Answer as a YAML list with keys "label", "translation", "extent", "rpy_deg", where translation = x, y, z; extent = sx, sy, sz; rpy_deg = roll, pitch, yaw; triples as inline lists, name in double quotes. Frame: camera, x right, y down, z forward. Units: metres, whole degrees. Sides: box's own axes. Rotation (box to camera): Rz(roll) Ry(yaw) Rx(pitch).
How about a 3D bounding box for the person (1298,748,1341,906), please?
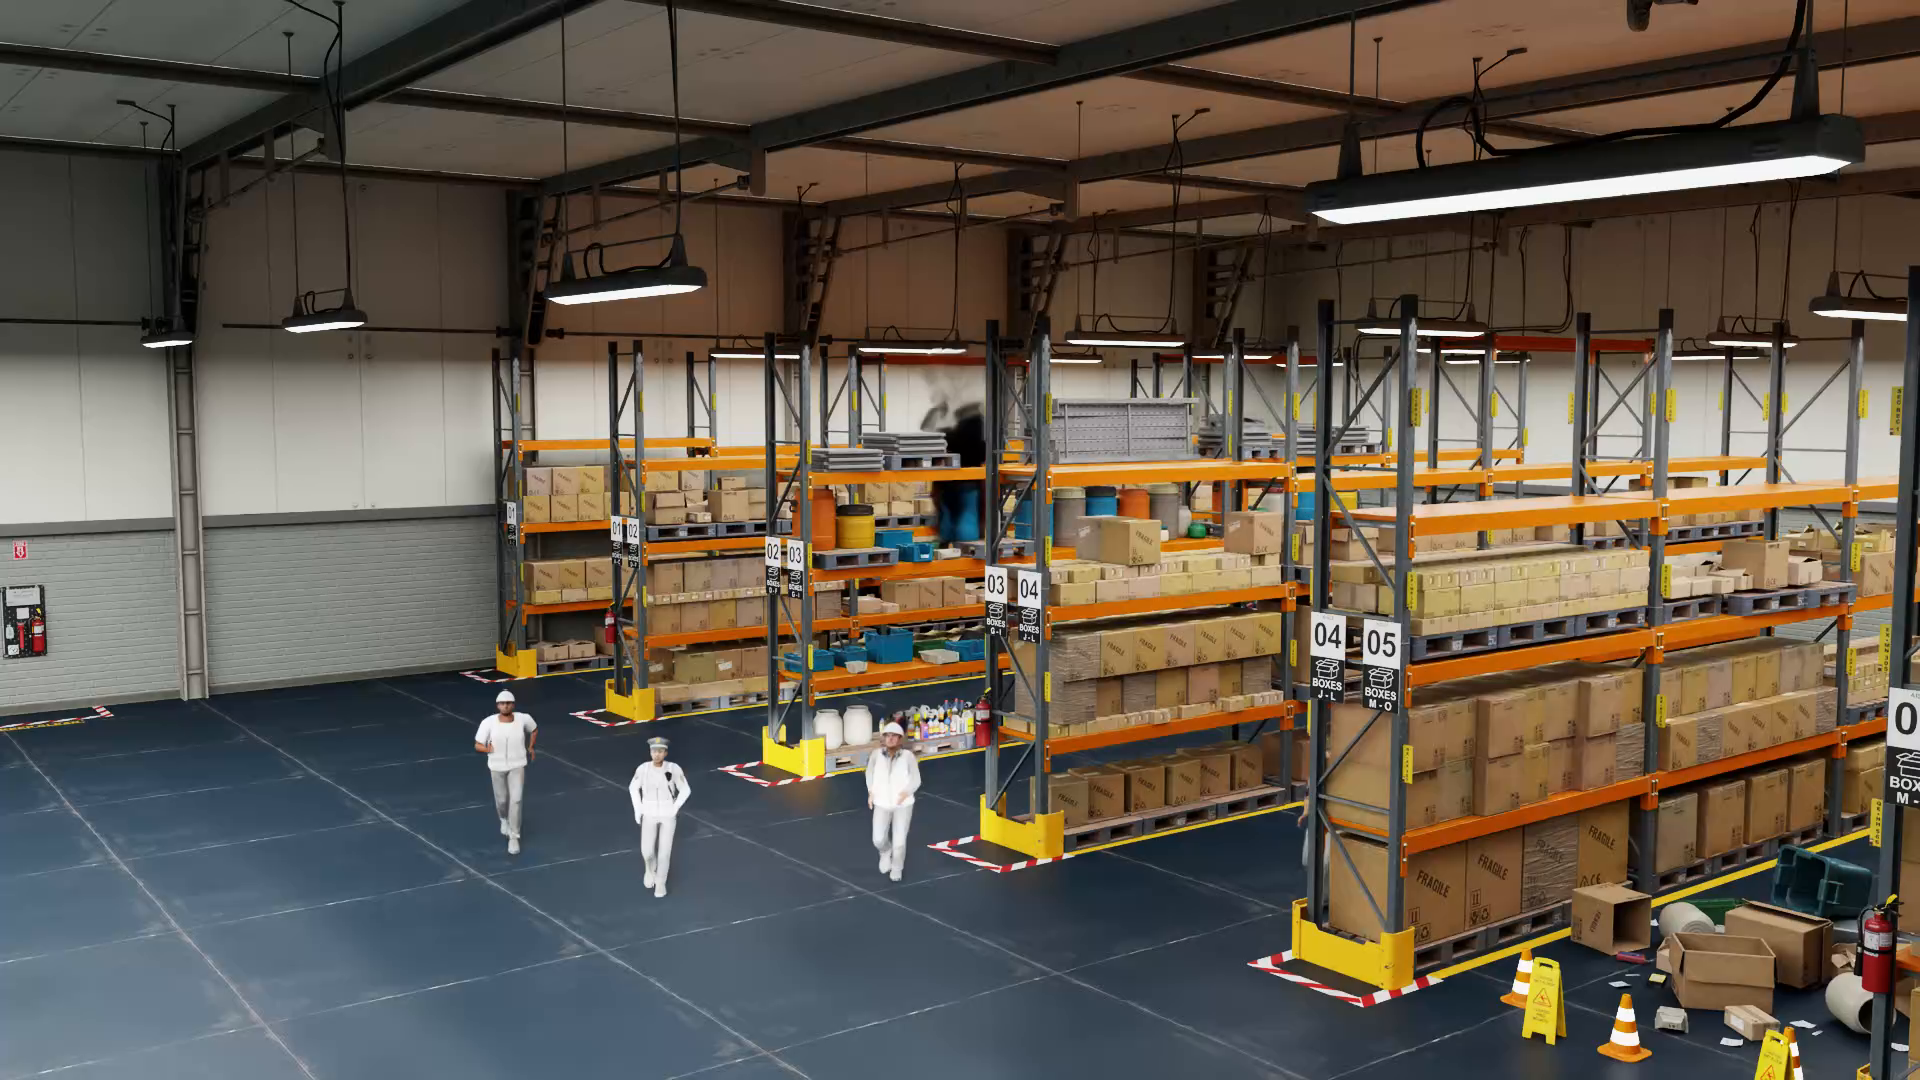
- label: "person"
  translation: [3.700, 2.892, 16.748]
  extent: [0.565, 1.625, 0.573]
  rpy_deg: [4, 7, 41]

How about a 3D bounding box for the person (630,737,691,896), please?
- label: "person"
  translation: [-3.086, 2.841, 17.102]
  extent: [0.630, 1.658, 0.538]
  rpy_deg: [-1, 5, -7]

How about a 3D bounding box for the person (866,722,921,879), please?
- label: "person"
  translation: [-0.719, 2.769, 17.561]
  extent: [0.612, 1.698, 0.631]
  rpy_deg: [0, 5, 5]

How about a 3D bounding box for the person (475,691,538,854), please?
- label: "person"
  translation: [-5.157, 2.595, 18.924]
  extent: [0.695, 1.771, 0.936]
  rpy_deg: [-1, 5, -13]
